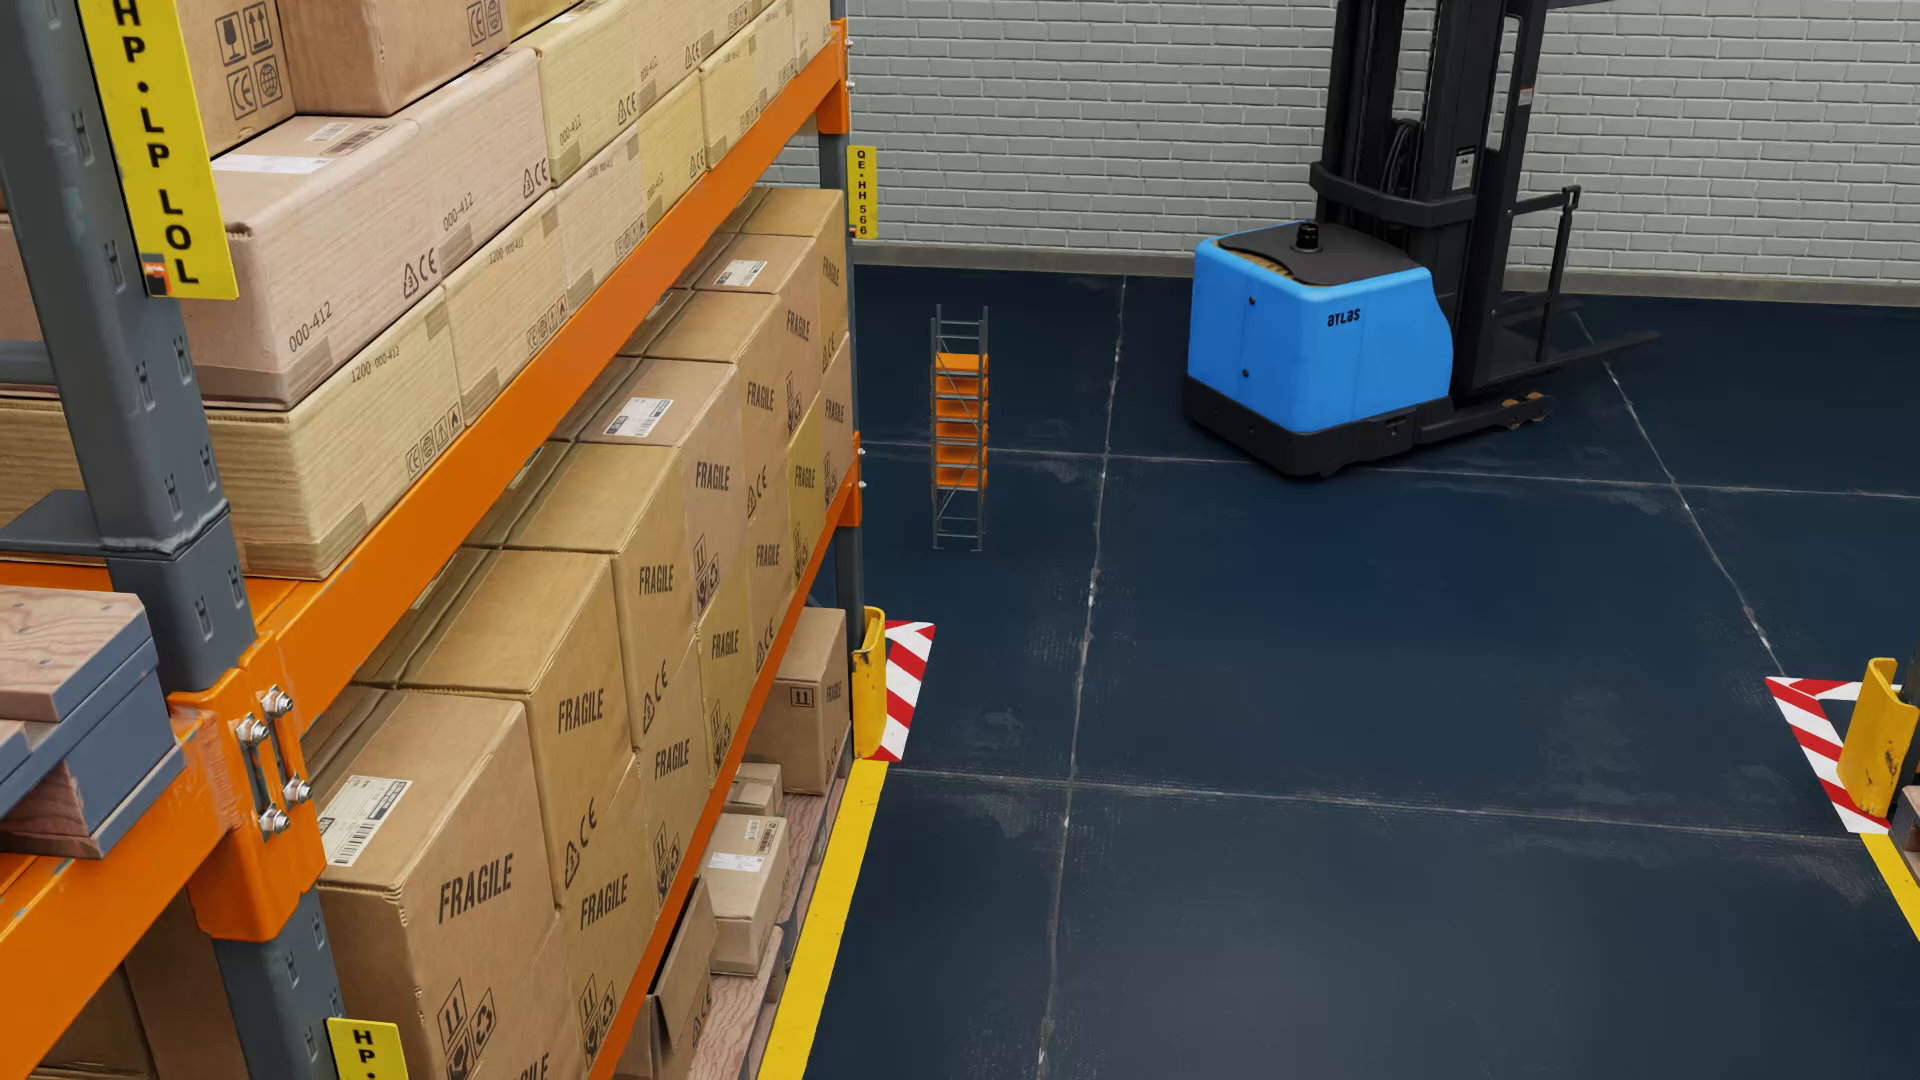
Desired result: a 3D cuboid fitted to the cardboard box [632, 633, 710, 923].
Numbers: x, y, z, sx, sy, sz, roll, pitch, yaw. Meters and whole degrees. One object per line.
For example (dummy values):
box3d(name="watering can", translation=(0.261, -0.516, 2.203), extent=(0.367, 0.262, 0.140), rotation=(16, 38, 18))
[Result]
box3d(name="cardboard box", translation=(-0.920, 0.542, 3.977), extent=(0.500, 0.500, 0.500), rotation=(3, 28, 6))

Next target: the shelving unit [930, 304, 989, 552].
box3d(name="shelving unit", translation=(-0.002, -0.521, 7.953), extent=(0.258, 1.200, 0.189), rotation=(3, 28, 6))

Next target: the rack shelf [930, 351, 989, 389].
box3d(name="rack shelf", translation=(-0.002, -0.799, 7.803), extent=(0.258, 0.103, 0.180), rotation=(3, 28, 6))

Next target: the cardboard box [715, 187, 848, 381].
box3d(name="cardboard box", translation=(-0.668, -0.855, 5.515), extent=(0.500, 0.500, 0.500), rotation=(3, 28, 6))

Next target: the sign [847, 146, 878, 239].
box3d(name="sign", translation=(-0.338, -1.204, 5.768), extent=(0.100, 0.325, 0.005), rotation=(3, 28, 6))

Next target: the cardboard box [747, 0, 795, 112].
box3d(name="cardboard box", translation=(-0.759, -1.359, 4.606), extent=(0.500, 0.250, 0.500), rotation=(3, 28, 6))

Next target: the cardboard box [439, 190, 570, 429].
box3d(name="cardboard box", translation=(-1.006, -0.418, 2.859), extent=(0.500, 0.250, 0.500), rotation=(3, 28, 6))

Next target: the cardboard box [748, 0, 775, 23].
box3d(name="cardboard box", translation=(-0.757, -1.579, 4.487), extent=(0.500, 0.250, 0.500), rotation=(3, 28, 6))

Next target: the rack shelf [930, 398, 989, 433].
box3d(name="rack shelf", translation=(-0.002, -0.588, 7.917), extent=(0.258, 0.103, 0.180), rotation=(3, 28, 6))

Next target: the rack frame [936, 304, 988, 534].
box3d(name="rack frame", translation=(0.009, -0.564, 8.033), extent=(0.240, 1.200, 0.006), rotation=(3, 28, 6))

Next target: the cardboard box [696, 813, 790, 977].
box3d(name="cardboard box", translation=(-0.854, 1.136, 5.414), extent=(0.500, 0.250, 0.500), rotation=(3, 28, 6))

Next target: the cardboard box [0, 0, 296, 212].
box3d(name="cardboard box", translation=(-1.354, -0.750, 2.157), extent=(0.700, 0.500, 0.500), rotation=(3, 28, 6))

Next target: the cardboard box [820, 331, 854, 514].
box3d(name="cardboard box", translation=(-0.671, -0.414, 5.750), extent=(0.500, 0.500, 0.500), rotation=(4, 29, 8))

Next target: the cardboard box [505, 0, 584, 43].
box3d(name="cardboard box", translation=(-1.097, -1.212, 3.016), extent=(0.700, 0.500, 0.500), rotation=(3, 28, 6))

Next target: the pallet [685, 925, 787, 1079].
box3d(name="pallet", translation=(-1.144, 1.615, 5.030), extent=(1.003, 0.211, 1.213), rotation=(3, 28, 6))

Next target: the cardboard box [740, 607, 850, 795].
box3d(name="cardboard box", translation=(-0.708, 0.580, 6.182), extent=(0.500, 0.500, 0.500), rotation=(3, 28, 6))

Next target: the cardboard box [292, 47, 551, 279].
box3d(name="cardboard box", translation=(-1.011, -0.638, 2.741), extent=(0.500, 0.250, 0.500), rotation=(3, 28, 6))

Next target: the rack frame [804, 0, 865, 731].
box3d(name="rack frame", translation=(-0.886, -0.597, 6.195), extent=(1.000, 3.000, 0.127), rotation=(3, 28, 6))

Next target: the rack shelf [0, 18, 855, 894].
box3d(name="rack shelf", translation=(-1.131, -0.659, 3.907), extent=(1.077, 0.370, 4.000), rotation=(3, 28, 6))

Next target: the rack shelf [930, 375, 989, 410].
box3d(name="rack shelf", translation=(-0.002, -0.694, 7.860), extent=(0.258, 0.103, 0.180), rotation=(3, 28, 6))

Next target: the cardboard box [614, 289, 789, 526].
box3d(name="cardboard box", translation=(-0.788, -0.373, 4.620), extent=(0.500, 0.500, 0.500), rotation=(4, 29, 8))

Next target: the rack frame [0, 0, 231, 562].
box3d(name="rack frame", translation=(-1.376, -1.355, 1.277), extent=(1.000, 3.000, 0.127), rotation=(3, 28, 6))

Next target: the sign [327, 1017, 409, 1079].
box3d(name="sign", translation=(-0.825, 0.807, 2.369), extent=(0.100, 0.325, 0.005), rotation=(3, 28, 6))

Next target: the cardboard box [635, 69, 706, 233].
box3d(name="cardboard box", translation=(-0.885, -0.889, 3.733), extent=(0.500, 0.250, 0.500), rotation=(3, 28, 6))

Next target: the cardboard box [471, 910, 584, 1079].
box3d(name="cardboard box", translation=(-1.043, 1.018, 3.092), extent=(0.500, 0.500, 0.500), rotation=(4, 29, 8))

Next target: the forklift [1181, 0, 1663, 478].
box3d(name="forklift", translation=(2.793, -2.120, 9.094), extent=(3.031, 2.935, 1.130), rotation=(-15, 32, -26))

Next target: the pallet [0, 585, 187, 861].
box3d(name="pallet", translation=(-1.526, 0.351, 1.471), extent=(1.213, 0.211, 1.003), rotation=(3, 28, 6))

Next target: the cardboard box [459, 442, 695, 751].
box3d(name="cardboard box", translation=(-0.913, 0.112, 3.720), extent=(0.500, 0.500, 0.500), rotation=(3, 28, 5))

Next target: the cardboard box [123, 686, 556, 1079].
box3d(name="cardboard box", translation=(-1.039, 0.597, 2.820), extent=(0.500, 0.500, 0.500), rotation=(4, 29, 8))

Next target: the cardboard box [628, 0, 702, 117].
box3d(name="cardboard box", translation=(-0.877, -1.108, 3.613), extent=(0.500, 0.250, 0.500), rotation=(3, 28, 6))

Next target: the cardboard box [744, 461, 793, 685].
box3d(name="cardboard box", translation=(-0.797, 0.065, 4.861), extent=(0.500, 0.500, 0.500), rotation=(4, 29, 7))

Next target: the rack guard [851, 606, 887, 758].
box3d(name="rack guard", translation=(-0.895, 0.540, 6.721), extent=(1.175, 0.500, 0.348), rotation=(3, 28, 6))
